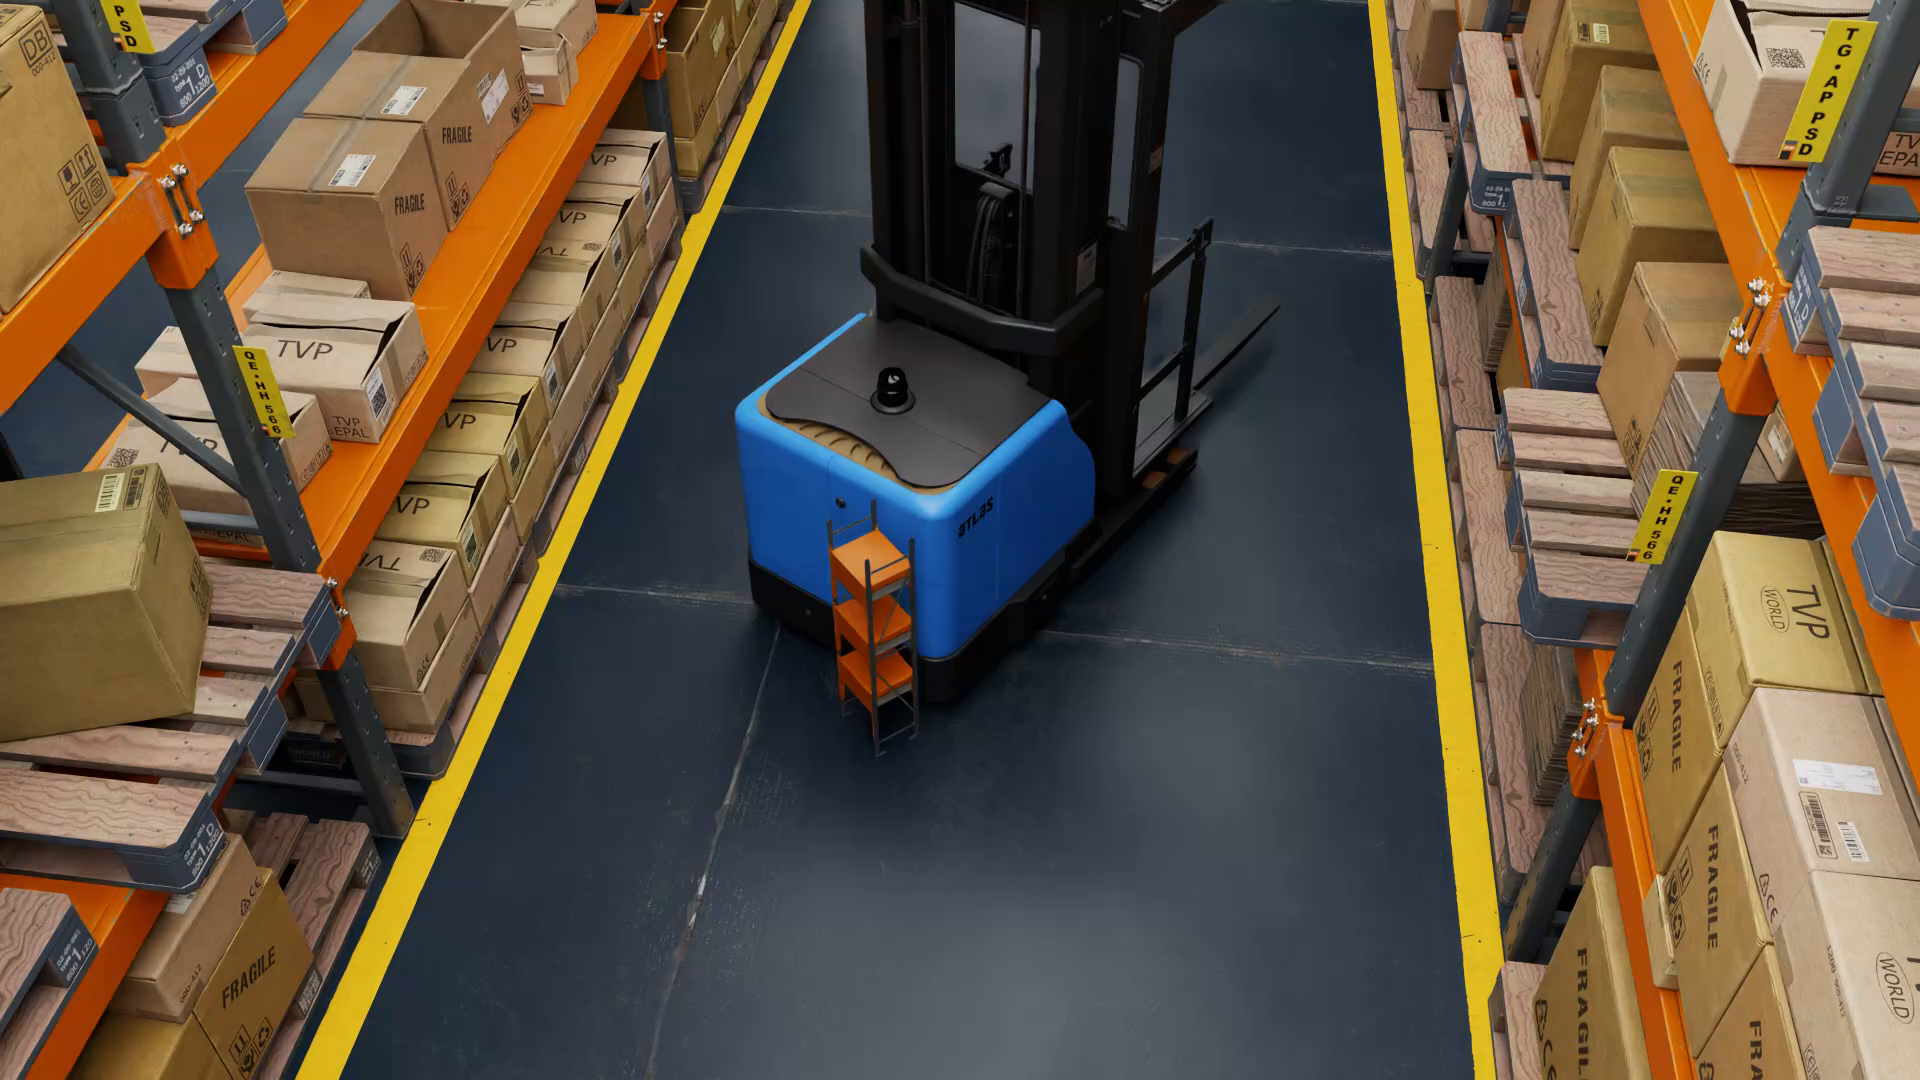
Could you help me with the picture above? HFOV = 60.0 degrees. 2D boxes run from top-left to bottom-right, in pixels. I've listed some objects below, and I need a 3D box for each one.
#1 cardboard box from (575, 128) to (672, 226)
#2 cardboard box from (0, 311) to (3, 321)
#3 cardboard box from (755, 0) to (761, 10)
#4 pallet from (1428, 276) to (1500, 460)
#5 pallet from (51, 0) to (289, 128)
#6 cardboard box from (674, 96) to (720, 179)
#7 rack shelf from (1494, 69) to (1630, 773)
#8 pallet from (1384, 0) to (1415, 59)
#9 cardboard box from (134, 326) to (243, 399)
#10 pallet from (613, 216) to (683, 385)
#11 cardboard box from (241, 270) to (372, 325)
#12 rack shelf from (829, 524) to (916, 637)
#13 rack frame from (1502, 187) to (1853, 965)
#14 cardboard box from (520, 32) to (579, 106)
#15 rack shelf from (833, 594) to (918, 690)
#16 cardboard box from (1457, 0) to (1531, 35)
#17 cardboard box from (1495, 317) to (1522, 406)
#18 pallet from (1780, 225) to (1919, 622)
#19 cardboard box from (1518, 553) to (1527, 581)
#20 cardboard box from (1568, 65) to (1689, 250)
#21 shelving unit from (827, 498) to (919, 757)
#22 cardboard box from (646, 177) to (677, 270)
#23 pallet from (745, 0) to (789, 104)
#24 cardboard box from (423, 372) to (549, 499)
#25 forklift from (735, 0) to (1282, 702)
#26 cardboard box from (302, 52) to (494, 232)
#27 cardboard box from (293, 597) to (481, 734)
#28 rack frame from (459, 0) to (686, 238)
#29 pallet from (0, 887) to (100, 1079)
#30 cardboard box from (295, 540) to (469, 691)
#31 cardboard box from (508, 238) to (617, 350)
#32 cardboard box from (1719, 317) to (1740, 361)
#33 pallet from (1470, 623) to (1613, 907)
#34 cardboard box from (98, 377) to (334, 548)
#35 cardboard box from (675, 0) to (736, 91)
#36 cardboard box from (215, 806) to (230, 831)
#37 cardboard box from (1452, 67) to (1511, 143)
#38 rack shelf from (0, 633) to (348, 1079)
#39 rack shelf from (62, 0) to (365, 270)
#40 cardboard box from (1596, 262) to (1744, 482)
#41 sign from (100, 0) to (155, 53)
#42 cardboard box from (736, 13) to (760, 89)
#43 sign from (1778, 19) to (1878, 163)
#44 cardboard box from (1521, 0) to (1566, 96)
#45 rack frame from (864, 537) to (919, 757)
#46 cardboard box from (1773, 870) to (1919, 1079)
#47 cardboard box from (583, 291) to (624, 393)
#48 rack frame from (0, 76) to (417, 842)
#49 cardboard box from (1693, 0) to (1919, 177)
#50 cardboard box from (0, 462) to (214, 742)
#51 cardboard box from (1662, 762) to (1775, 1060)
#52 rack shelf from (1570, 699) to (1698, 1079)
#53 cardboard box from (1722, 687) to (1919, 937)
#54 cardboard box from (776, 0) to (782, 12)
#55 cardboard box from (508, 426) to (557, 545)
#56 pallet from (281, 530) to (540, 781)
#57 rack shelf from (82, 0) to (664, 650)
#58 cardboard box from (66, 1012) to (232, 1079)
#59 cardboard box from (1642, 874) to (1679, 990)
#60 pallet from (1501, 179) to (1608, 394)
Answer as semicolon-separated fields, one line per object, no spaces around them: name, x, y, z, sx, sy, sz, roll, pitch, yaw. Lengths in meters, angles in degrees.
cardboard box;-1.768;-1.852;8.333;0.500;0.311;0.500;5;44;6
cardboard box;-2.619;-0.548;3.415;0.910;0.500;0.500;5;44;6
cardboard box;-1.430;-3.533;9.971;0.500;0.500;0.500;5;44;6
pallet;2.811;-0.806;7.969;1.003;0.211;1.213;5;44;6
pallet;-2.526;-1.562;4.696;1.213;0.211;1.003;7;44;7
cardboard box;-1.636;-2.239;9.150;0.500;0.250;0.500;5;44;6
rack shelf;2.648;-0.725;6.379;1.077;0.370;4.000;5;44;6
pallet;3.289;-3.460;10.773;1.003;0.211;1.213;5;44;6
cardboard box;-2.682;-0.617;5.925;0.380;0.149;0.250;5;44;6
pallet;-2.057;-1.278;8.469;1.003;0.211;1.213;5;44;6
cardboard box;-2.414;-0.854;6.175;0.380;0.149;0.250;8;44;9
rack shelf;-0.313;0.145;5.958;0.215;0.259;0.240;-26;49;-25
rack frame;2.384;0.377;4.692;1.000;3.000;0.127;5;44;6
cardboard box;-1.933;-2.132;7.440;0.396;0.266;0.258;4;44;4
rack shelf;-0.313;0.351;6.153;0.215;0.259;0.240;-26;49;-25
cardboard box;2.675;-2.652;7.986;0.500;0.250;0.500;5;44;6
cardboard box;2.813;-0.741;7.371;0.700;0.500;0.500;4;44;5
pallet;2.351;-0.200;3.257;1.213;0.211;1.003;7;44;7
cardboard box;2.648;-0.052;6.644;0.700;0.500;0.500;5;44;5
cardboard box;2.674;-1.369;6.144;0.700;0.500;0.500;11;45;11
shelving unit;-0.313;0.344;6.146;0.215;1.050;0.252;-26;49;-25
cardboard box;-1.766;-1.642;8.519;0.500;0.250;0.500;5;44;5
pallet;-1.693;-3.156;10.452;1.003;0.211;1.213;5;44;6
cardboard box;-2.036;-0.465;6.868;0.500;0.311;0.500;4;44;4
forklift;0.418;-1.397;6.616;1.130;2.935;3.031;27;50;26
cardboard box;-2.252;-1.611;6.719;0.500;0.500;0.500;5;44;6
cardboard box;-2.167;0.445;6.315;0.500;0.250;0.500;5;44;5
rack frame;-1.998;-2.797;8.044;1.000;3.000;0.127;5;44;6
pallet;-2.780;1.325;3.831;1.003;0.211;1.213;5;44;6
cardboard box;-2.167;0.242;6.122;0.500;0.311;0.500;7;44;7
cardboard box;-1.899;-1.157;7.599;0.500;0.311;0.500;5;44;5
cardboard box;2.427;-0.513;4.768;0.380;0.149;0.250;-1;43;-2
pallet;2.488;0.857;6.213;1.003;0.211;1.213;5;44;6
cardboard box;-2.436;-0.282;5.453;0.500;0.311;0.500;8;44;8
cardboard box;-1.568;-2.852;9.252;0.500;0.500;0.500;5;44;6
cardboard box;-2.871;0.962;5.573;0.500;0.500;0.500;7;44;7
cardboard box;3.010;-2.312;9.030;0.500;0.500;0.500;2;43;2
rack shelf;-2.792;1.554;3.973;1.077;0.370;4.000;5;44;6
rack shelf;-2.263;-2.262;5.821;1.077;0.370;4.000;5;44;6
cardboard box;2.483;-0.523;5.251;0.700;0.500;0.500;1;43;2
sign;-1.990;-1.297;3.902;0.100;0.325;0.005;5;44;6
cardboard box;-1.494;-2.920;9.869;0.500;0.250;0.500;5;44;6
sign;1.846;-0.950;3.537;0.100;0.325;0.005;5;44;6
cardboard box;2.811;-2.201;7.023;0.700;0.500;0.500;5;44;6
rack frame;-0.243;0.412;6.073;0.200;1.050;0.008;-26;49;-25
cardboard box;1.935;0.947;3.242;0.500;0.250;0.500;6;44;6
cardboard box;-1.902;-0.948;7.787;0.500;0.250;0.500;6;44;6
rack frame;-2.527;-0.071;5.165;1.000;3.000;0.127;5;44;6
cardboard box;2.211;-1.202;4.229;0.500;0.311;0.500;5;44;6
cardboard box;-2.499;0.180;4.522;0.700;0.500;0.500;-8;44;-9
cardboard box;1.987;0.889;3.848;0.500;0.500;0.500;7;44;7
rack shelf;2.119;2.001;3.500;1.077;0.370;4.000;5;44;6
cardboard box;1.998;0.606;3.602;0.500;0.250;0.500;5;44;5
cardboard box;-1.366;-3.602;10.589;0.500;0.250;0.500;5;44;6
cardboard box;-2.038;-0.252;7.051;0.500;0.250;0.500;4;44;4
pallet;-2.380;0.384;6.713;1.003;0.211;1.213;5;44;6
rack shelf;-2.263;-1.172;6.852;1.077;0.370;4.000;5;44;6
cardboard box;-2.487;1.689;4.805;0.500;0.500;0.500;4;44;4
cardboard box;1.950;1.009;4.193;0.380;0.149;0.250;6;44;7
pallet;2.605;-0.906;6.187;1.003;0.211;1.213;5;44;6
